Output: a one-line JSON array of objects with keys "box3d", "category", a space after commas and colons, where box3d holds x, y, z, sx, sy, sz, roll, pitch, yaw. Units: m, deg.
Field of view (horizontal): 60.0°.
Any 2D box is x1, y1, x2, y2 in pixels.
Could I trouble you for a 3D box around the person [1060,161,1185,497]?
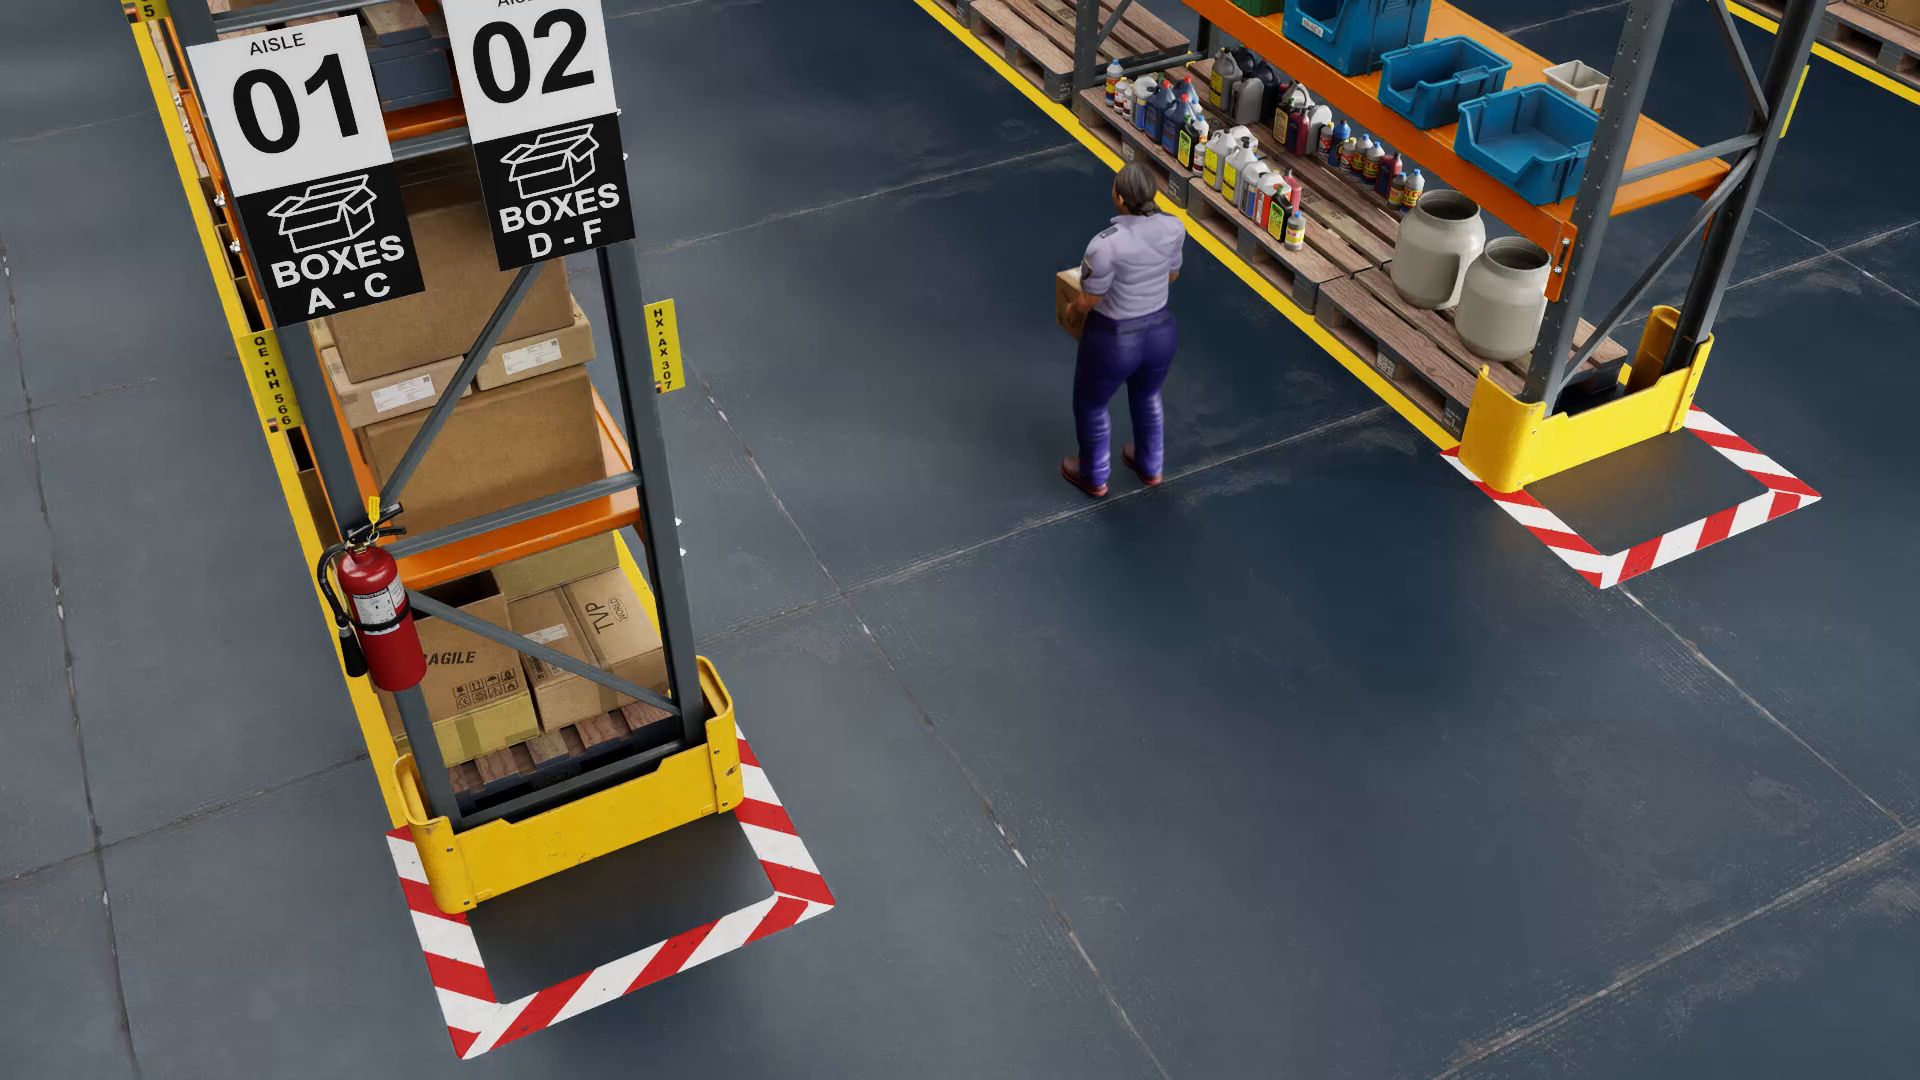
[{"box3d": [0.692, -0.896, 7.191, 0.498, 1.633, 0.450, -20, 45, -21], "category": "person"}]
